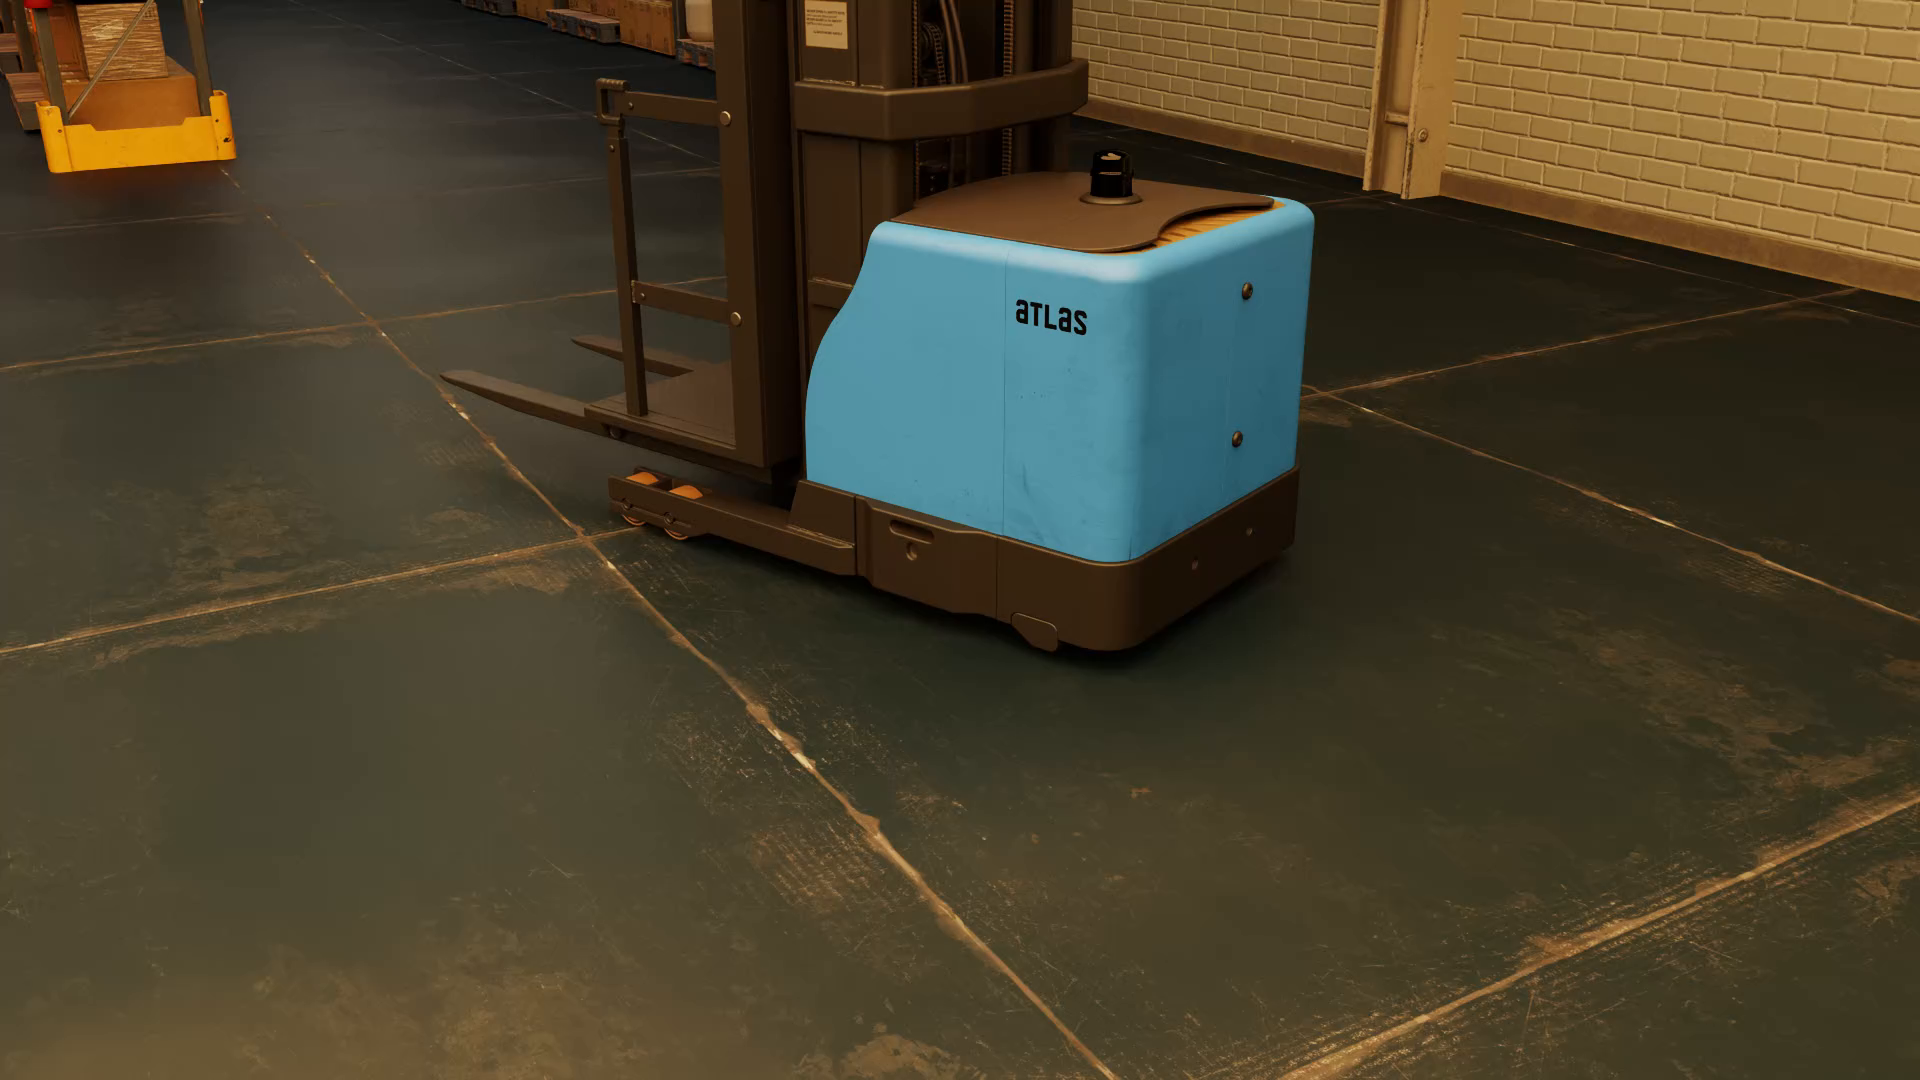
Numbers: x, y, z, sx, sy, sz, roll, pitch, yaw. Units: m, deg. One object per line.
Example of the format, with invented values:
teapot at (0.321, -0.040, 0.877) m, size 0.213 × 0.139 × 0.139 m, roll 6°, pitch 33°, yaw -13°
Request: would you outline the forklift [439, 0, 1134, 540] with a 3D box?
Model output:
forklift at (-0.479, -1.499, 4.926) m, size 3.031 × 2.935 × 1.121 m, roll 16°, pitch 27°, yaw 34°
